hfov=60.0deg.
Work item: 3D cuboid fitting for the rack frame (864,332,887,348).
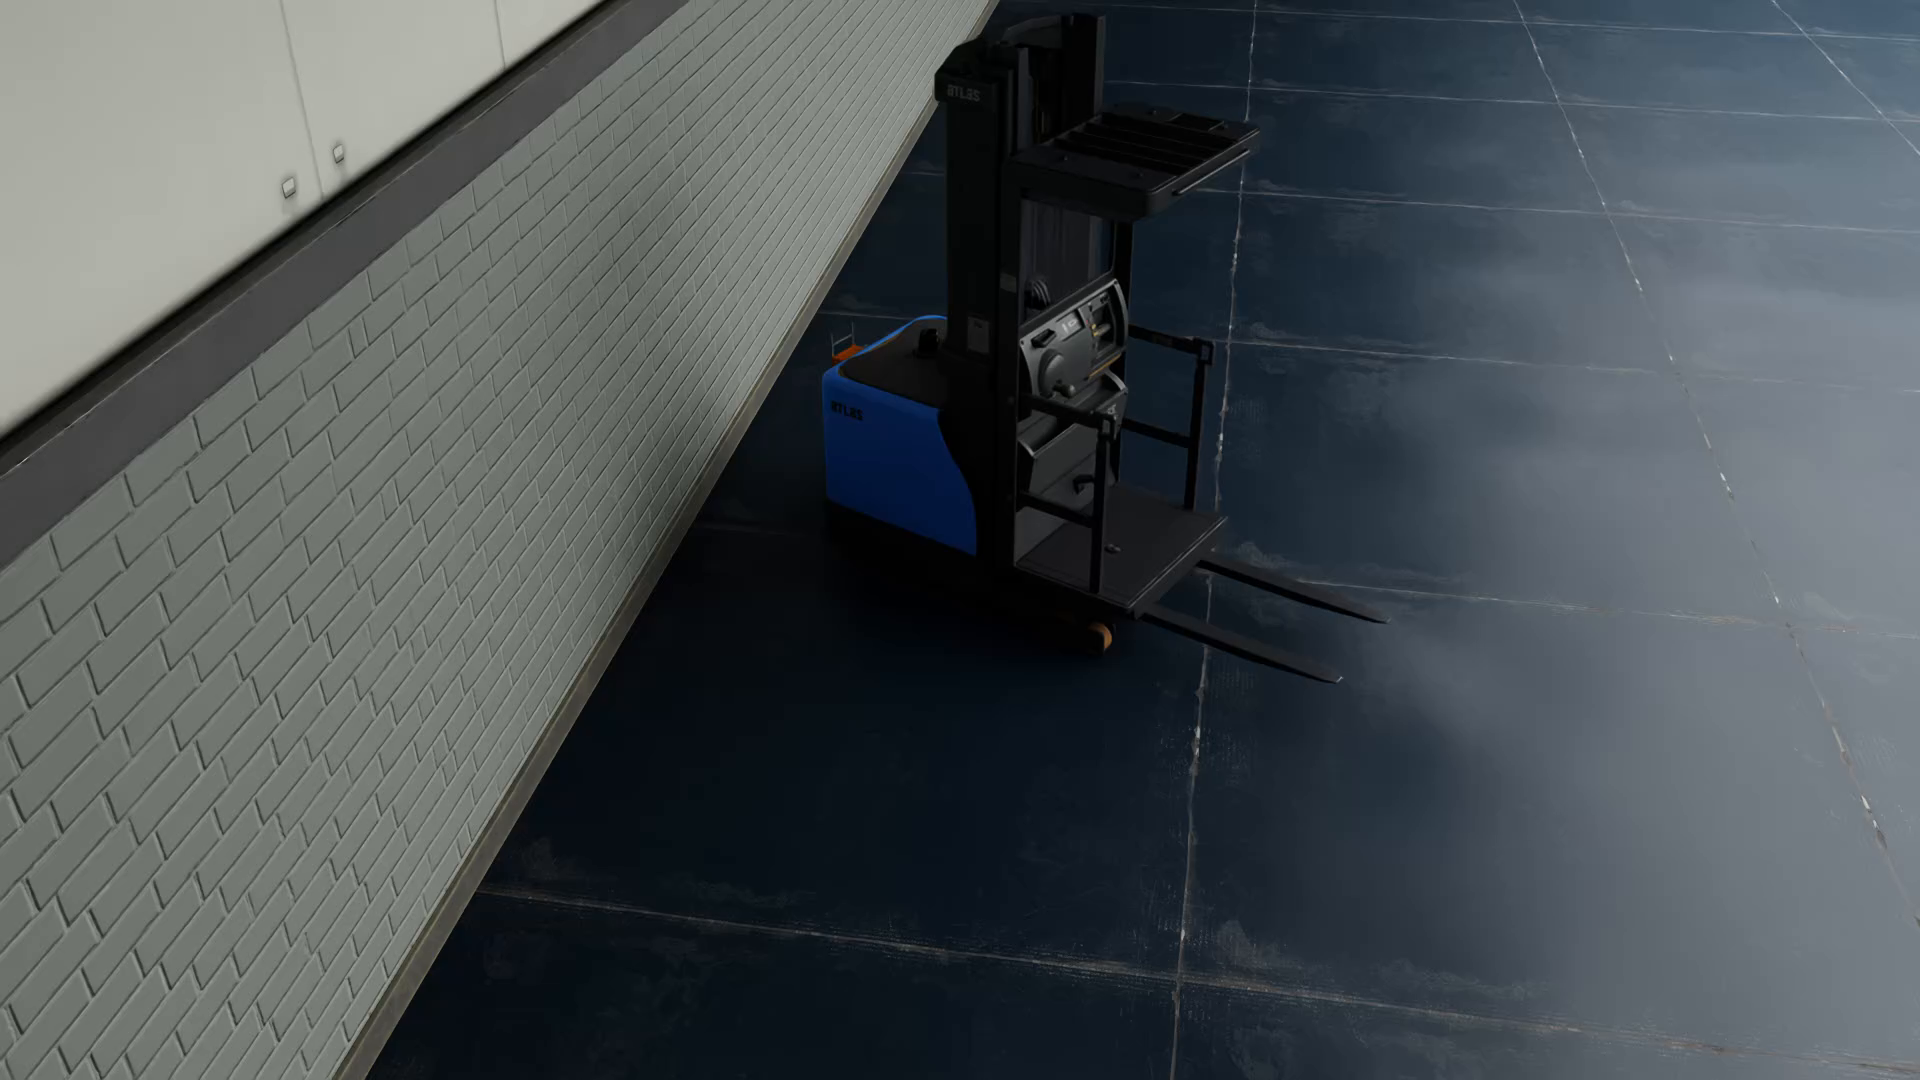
[{"bbox_3d":[-0.467,-0.673,9.510,0.008,1.050,0.200,20,37,29],"label":"rack frame"}]

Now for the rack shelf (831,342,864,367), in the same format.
[{"bbox_3d":[-0.566,-0.942,9.424,0.240,0.259,0.215,20,37,29],"label":"rack shelf"}]

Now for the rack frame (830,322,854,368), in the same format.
[{"bbox_3d":[-0.666,-0.747,9.628,0.008,1.050,0.200,20,37,29],"label":"rack frame"}]

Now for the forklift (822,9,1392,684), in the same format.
[{"bbox_3d":[0.747,-0.978,8.224,3.031,2.935,1.130,20,37,29],"label":"forklift"}]

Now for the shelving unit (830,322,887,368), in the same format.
[{"bbox_3d":[-0.566,-0.710,9.569,0.252,1.050,0.215,20,37,29],"label":"shelving unit"}]
